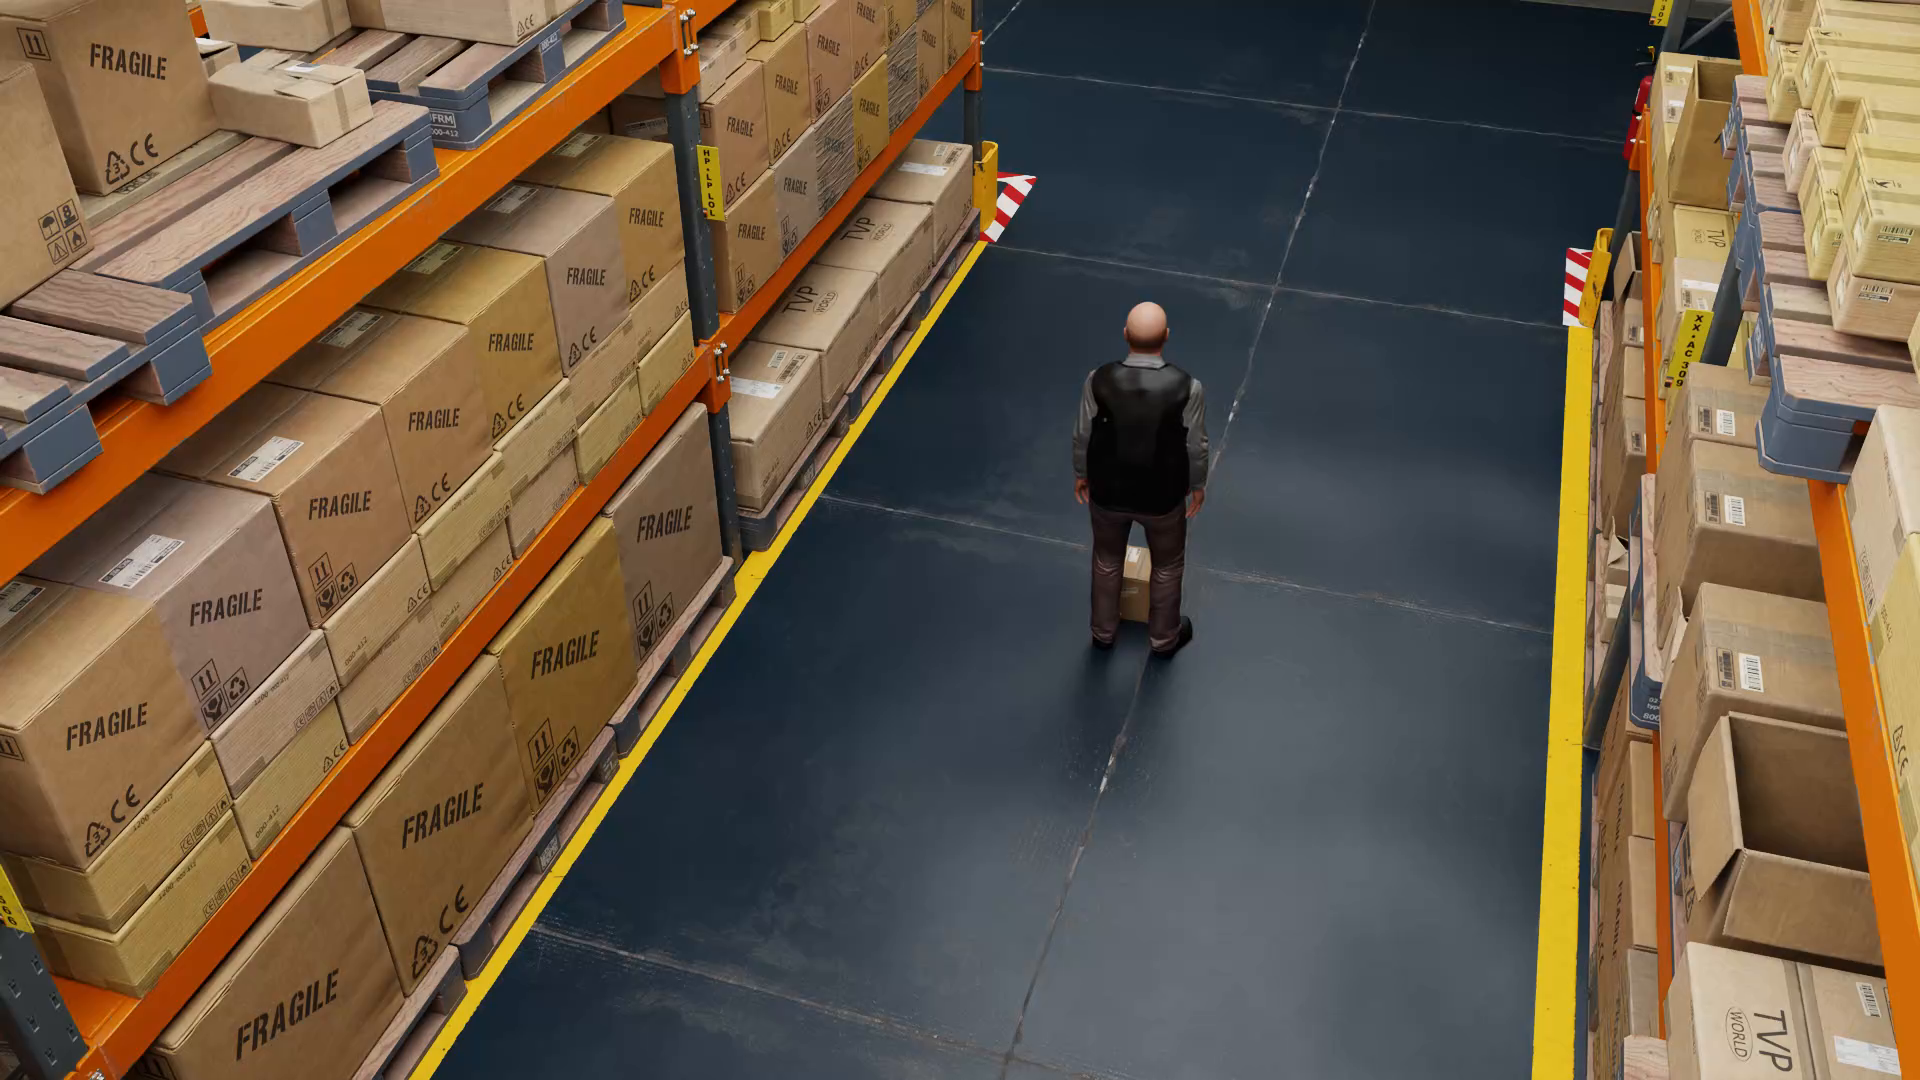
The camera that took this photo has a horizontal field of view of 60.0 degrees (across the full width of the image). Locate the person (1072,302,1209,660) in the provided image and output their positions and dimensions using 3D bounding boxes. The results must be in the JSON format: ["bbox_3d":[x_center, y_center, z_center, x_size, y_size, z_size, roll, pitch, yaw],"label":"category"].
[{"bbox_3d":[0.776,-0.231,7.221,0.590,1.720,0.376,8,38,11],"label":"person"}]
